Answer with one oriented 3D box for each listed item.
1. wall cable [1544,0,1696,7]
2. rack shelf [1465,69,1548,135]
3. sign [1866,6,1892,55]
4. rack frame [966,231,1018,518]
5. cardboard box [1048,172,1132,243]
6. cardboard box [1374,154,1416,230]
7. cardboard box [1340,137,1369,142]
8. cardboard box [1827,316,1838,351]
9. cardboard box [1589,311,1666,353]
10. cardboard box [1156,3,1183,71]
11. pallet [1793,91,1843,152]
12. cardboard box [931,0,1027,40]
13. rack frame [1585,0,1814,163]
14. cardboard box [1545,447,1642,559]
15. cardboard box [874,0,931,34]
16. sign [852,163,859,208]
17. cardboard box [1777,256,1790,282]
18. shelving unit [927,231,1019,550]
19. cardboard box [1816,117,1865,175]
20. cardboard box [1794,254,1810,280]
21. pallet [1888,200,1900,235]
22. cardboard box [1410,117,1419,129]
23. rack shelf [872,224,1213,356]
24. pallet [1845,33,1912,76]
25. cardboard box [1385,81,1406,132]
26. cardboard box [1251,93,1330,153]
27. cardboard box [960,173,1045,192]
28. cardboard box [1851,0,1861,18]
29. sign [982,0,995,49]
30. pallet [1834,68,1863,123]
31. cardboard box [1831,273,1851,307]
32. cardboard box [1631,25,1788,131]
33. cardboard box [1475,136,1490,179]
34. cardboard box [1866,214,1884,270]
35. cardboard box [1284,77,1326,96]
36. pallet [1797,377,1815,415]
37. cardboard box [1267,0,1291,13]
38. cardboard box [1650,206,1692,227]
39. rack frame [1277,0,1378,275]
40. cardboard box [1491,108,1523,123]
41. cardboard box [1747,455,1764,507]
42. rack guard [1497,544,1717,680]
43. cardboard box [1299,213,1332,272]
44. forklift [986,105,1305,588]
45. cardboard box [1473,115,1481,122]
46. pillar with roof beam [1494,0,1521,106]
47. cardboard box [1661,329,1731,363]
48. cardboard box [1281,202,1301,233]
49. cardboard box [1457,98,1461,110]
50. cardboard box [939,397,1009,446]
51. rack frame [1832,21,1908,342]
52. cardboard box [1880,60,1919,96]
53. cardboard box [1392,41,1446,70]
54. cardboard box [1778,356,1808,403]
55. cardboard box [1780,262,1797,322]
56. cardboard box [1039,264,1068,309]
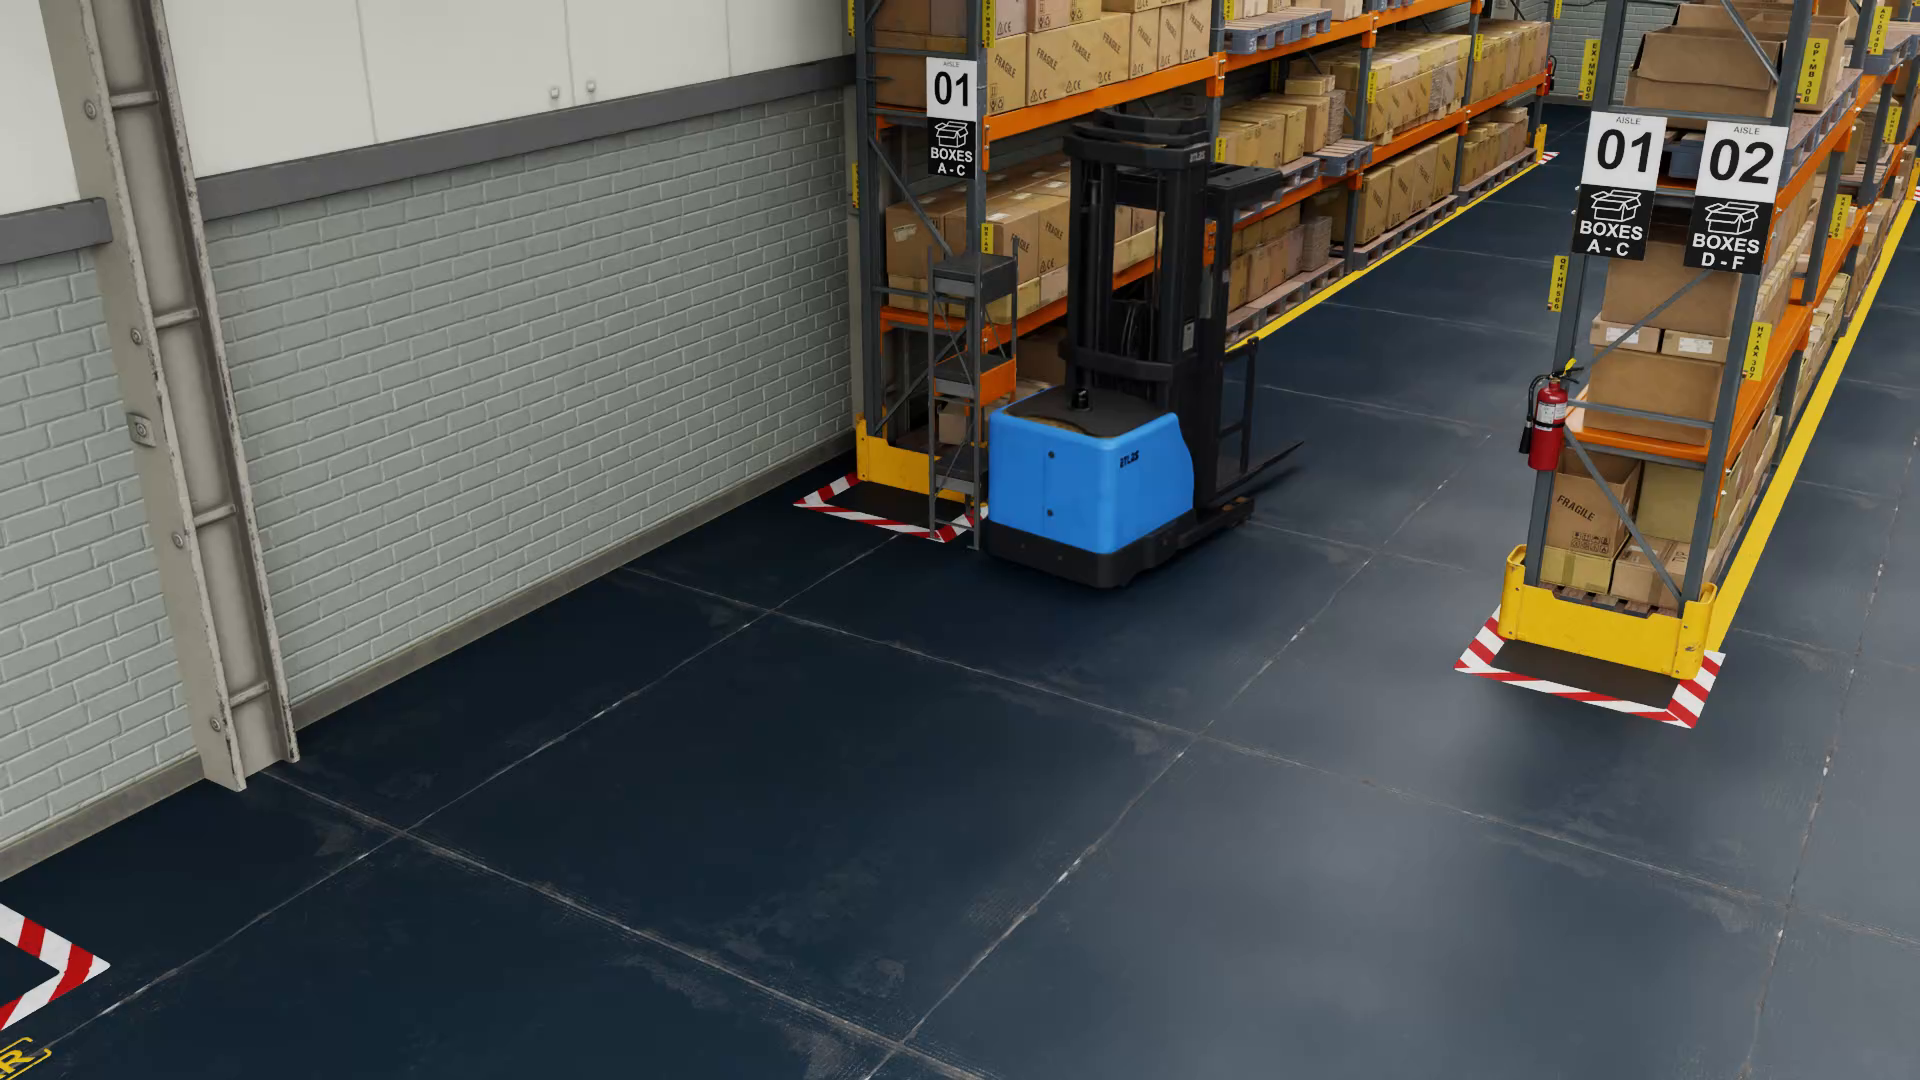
[{"bbox_3d":[11.452,-10.326,28.185,3.097,2.526,0.112,14,27,29],"label":"wall cable"},{"bbox_3d":[7.110,-6.159,23.107,1.077,0.370,4.000,14,27,29],"label":"rack shelf"},{"bbox_3d":[6.518,-3.612,11.791,0.100,0.325,0.005,14,27,29],"label":"sign"},{"bbox_3d":[0.216,-1.102,11.652,0.400,2.100,0.015,14,27,29],"label":"rack frame"},{"bbox_3d":[1.042,-2.661,13.341,0.500,0.500,0.500,15,27,31],"label":"cardboard box"},{"bbox_3d":[4.912,-4.185,19.820,0.750,0.750,0.750,14,27,29],"label":"cardboard box"},{"bbox_3d":[4.316,-4.421,18.477,0.380,0.149,0.250,13,27,28],"label":"cardboard box"},{"bbox_3d":[7.816,-1.955,15.422,0.500,0.250,0.500,14,27,28],"label":"cardboard box"},{"bbox_3d":[3.975,-1.240,9.896,0.380,0.149,0.250,13,27,28],"label":"cardboard box"},{"bbox_3d":[1.501,-4.155,13.647,0.500,0.500,0.500,11,26,25],"label":"cardboard box"},{"bbox_3d":[4.973,-2.710,10.569,1.003,0.211,1.213,14,27,29],"label":"pallet"},{"bbox_3d":[0.135,-3.734,11.414,0.500,0.500,0.500,12,26,25],"label":"cardboard box"},{"bbox_3d":[3.936,-3.480,8.462,1.000,3.000,0.127,14,27,29],"label":"rack frame"},{"bbox_3d":[3.966,-0.246,10.530,0.500,0.500,0.500,14,27,29],"label":"cardboard box"},{"bbox_3d":[-0.269,-3.855,11.693,0.500,0.500,0.500,15,28,31],"label":"cardboard box"},{"bbox_3d":[-0.736,-2.564,12.041,0.100,0.325,0.005,14,27,29],"label":"sign"},{"bbox_3d":[5.413,-1.856,11.319,0.380,0.149,0.250,15,27,30],"label":"cardboard box"},{"bbox_3d":[0.088,-1.019,11.462,0.431,2.100,0.503,14,27,29],"label":"shelving unit"},{"bbox_3d":[8.392,-3.902,16.333,0.700,0.500,0.500,5,24,11],"label":"cardboard box"},{"bbox_3d":[6.687,-2.218,13.414,0.380,0.149,0.250,14,27,29],"label":"cardboard box"},{"bbox_3d":[11.271,-4.143,21.054,1.003,0.211,1.213,14,27,29],"label":"pallet"},{"bbox_3d":[5.260,-5.028,19.879,0.380,0.149,0.250,15,27,31],"label":"cardboard box"},{"bbox_3d":[0.780,-2.109,13.751,1.077,0.370,4.000,14,27,29],"label":"rack shelf"},{"bbox_3d":[7.286,-4.091,13.887,1.003,0.211,1.213,15,28,31],"label":"pallet"},{"bbox_3d":[4.703,-4.941,18.862,0.500,0.500,0.500,15,28,31],"label":"cardboard box"},{"bbox_3d":[3.434,-4.357,17.359,0.700,0.500,0.500,11,26,24],"label":"cardboard box"},{"bbox_3d":[0.336,-2.595,13.189,0.500,0.500,0.500,13,27,28],"label":"cardboard box"},{"bbox_3d":[6.685,-4.319,12.891,0.500,0.500,0.500,17,29,34],"label":"cardboard box"},{"bbox_3d":[0.186,-3.428,11.017,0.100,0.325,0.005,14,27,29],"label":"sign"},{"bbox_3d":[5.618,-3.120,11.517,1.003,0.211,1.213,14,27,29],"label":"pallet"},{"bbox_3d":[8.089,-2.387,15.715,0.500,0.311,0.500,15,27,30],"label":"cardboard box"},{"bbox_3d":[4.242,-2.601,9.372,0.797,0.503,0.637,16,28,33],"label":"cardboard box"},{"bbox_3d":[6.805,-5.260,22.741,0.700,0.500,0.500,14,27,28],"label":"cardboard box"},{"bbox_3d":[9.716,-3.271,18.123,0.500,0.500,0.500,14,27,30],"label":"cardboard box"},{"bbox_3d":[3.632,-4.775,17.509,0.380,0.149,0.250,9,25,20],"label":"cardboard box"},{"bbox_3d":[7.044,-1.468,14.875,1.003,0.211,1.213,14,27,29],"label":"pallet"},{"bbox_3d":[2.842,-5.313,15.818,0.500,0.500,0.500,13,27,27],"label":"cardboard box"},{"bbox_3d":[4.494,-1.720,10.188,0.700,0.500,0.500,13,27,28],"label":"cardboard box"},{"bbox_3d":[3.945,-4.464,18.286,1.000,3.000,0.127,14,27,29],"label":"rack frame"},{"bbox_3d":[7.834,-6.082,23.826,0.380,0.149,0.250,15,27,30],"label":"cardboard box"},{"bbox_3d":[5.463,-0.467,11.986,0.500,0.250,0.500,14,27,29],"label":"cardboard box"},{"bbox_3d":[3.923,0.428,10.132,1.175,0.500,0.348,14,27,29],"label":"rack guard"},{"bbox_3d":[3.610,-3.265,18.109,0.700,0.500,0.500,14,27,30],"label":"cardboard box"},{"bbox_3d":[1.490,-1.544,11.628,1.130,2.935,3.031,18,29,35],"label":"forklift"},{"bbox_3d":[7.110,-5.906,23.419,0.380,0.149,0.250,14,27,29],"label":"cardboard box"},{"bbox_3d":[12.512,-10.108,23.771,9.100,9.000,0.400,14,27,29],"label":"pillar with roof beam"},{"bbox_3d":[4.326,-1.158,9.707,0.380,0.149,0.250,14,27,29],"label":"cardboard box"},{"bbox_3d":[3.256,-3.430,17.546,0.500,0.250,0.500,14,27,30],"label":"cardboard box"},{"bbox_3d":[6.117,-5.535,21.050,0.380,0.149,0.250,14,27,29],"label":"cardboard box"},{"bbox_3d":[0.167,-0.947,12.992,0.500,0.311,0.500,11,26,23],"label":"cardboard box"},{"bbox_3d":[8.156,-3.427,15.891,1.000,3.000,0.127,14,27,29],"label":"rack frame"},{"bbox_3d":[10.753,-5.382,19.022,0.500,0.500,0.500,15,27,30],"label":"cardboard box"},{"bbox_3d":[5.479,-5.796,19.893,0.500,0.250,0.500,14,27,30],"label":"cardboard box"},{"bbox_3d":[6.475,-1.353,13.326,0.500,0.311,0.500,14,27,29],"label":"cardboard box"},{"bbox_3d":[5.817,-1.972,12.404,0.700,0.500,0.500,13,27,28],"label":"cardboard box"},{"bbox_3d":[0.514,-1.981,12.713,0.500,0.250,0.500,13,27,27],"label":"cardboard box"}]
